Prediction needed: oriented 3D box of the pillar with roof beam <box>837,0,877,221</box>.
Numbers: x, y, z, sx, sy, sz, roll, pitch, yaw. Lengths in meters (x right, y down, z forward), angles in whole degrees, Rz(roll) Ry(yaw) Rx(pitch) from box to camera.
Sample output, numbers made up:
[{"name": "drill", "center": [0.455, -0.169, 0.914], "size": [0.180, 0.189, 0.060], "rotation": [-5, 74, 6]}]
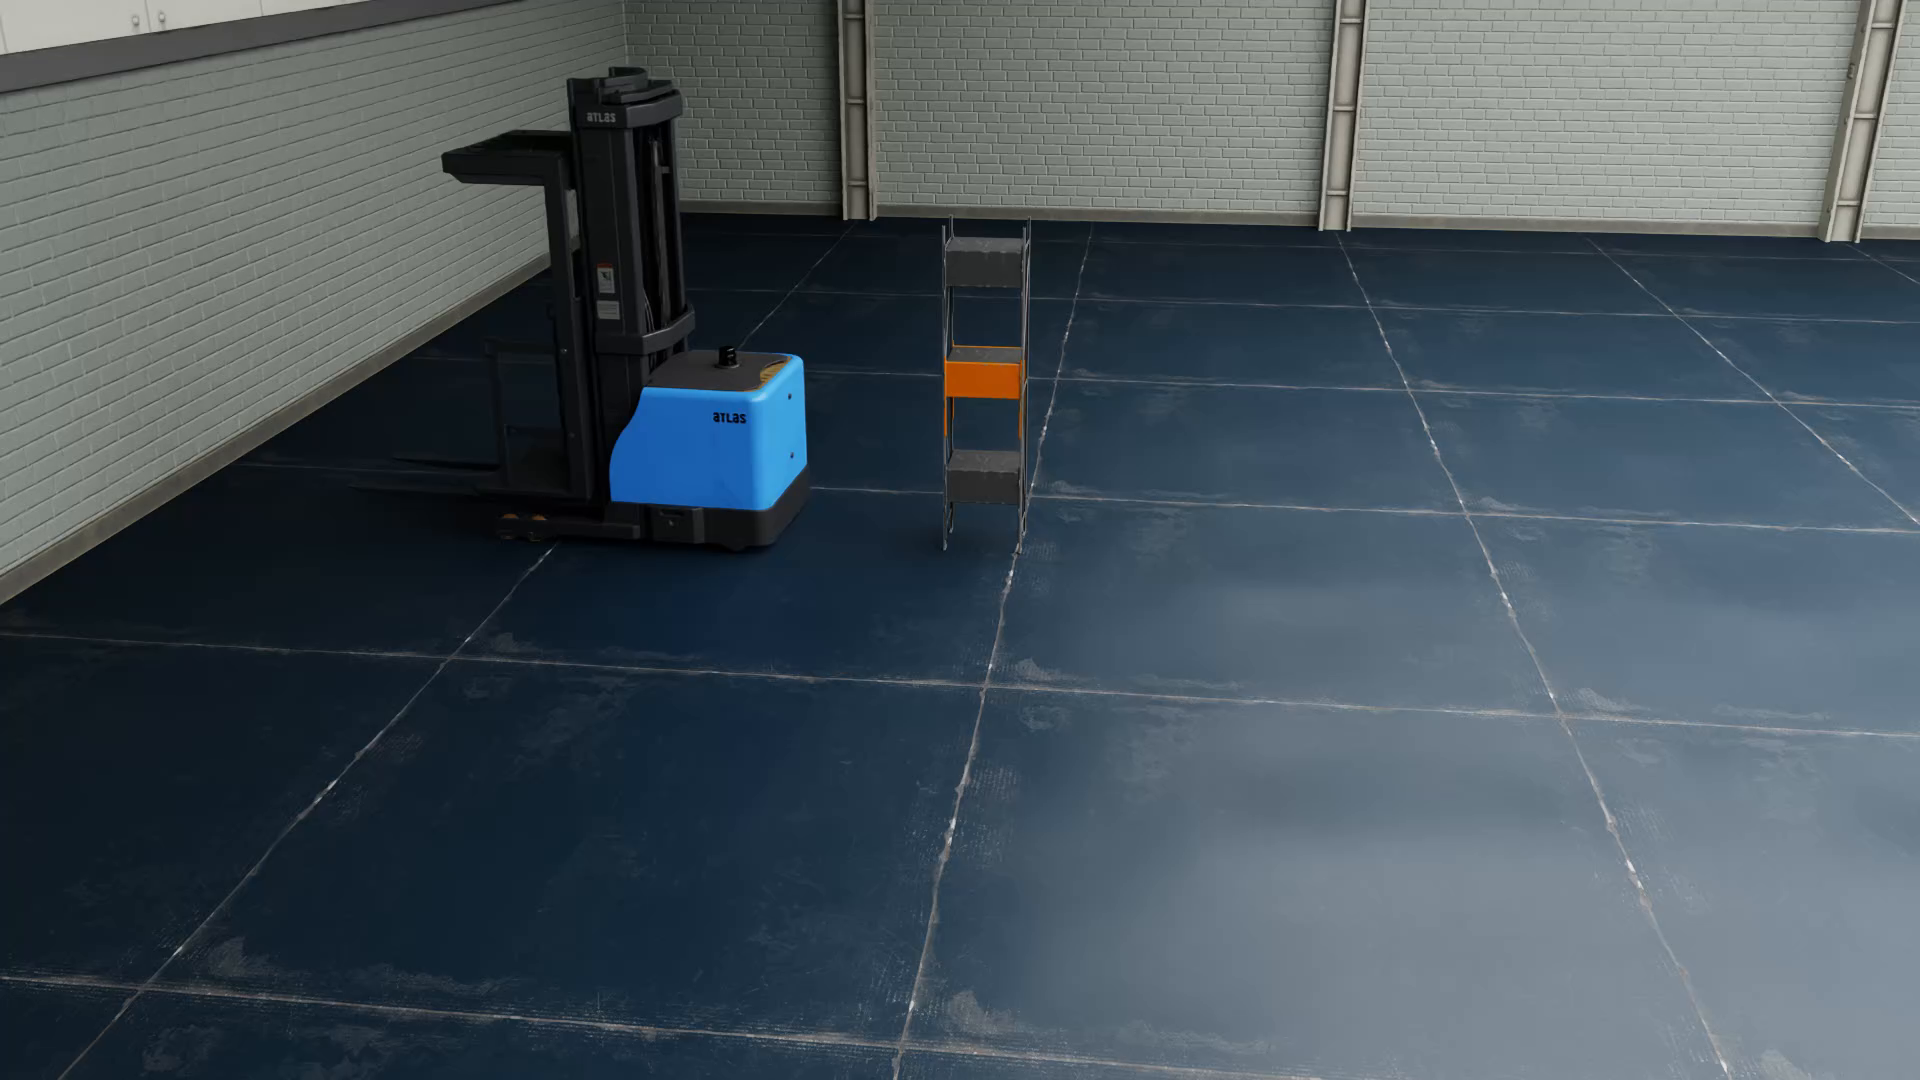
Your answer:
[{"name": "pillar with roof beam", "center": [-1.796, -6.768, 15.818], "size": [0.400, 9.000, 9.100], "rotation": [2, 22, 6]}]

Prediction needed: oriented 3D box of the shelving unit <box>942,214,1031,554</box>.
[{"name": "shelving unit", "center": [0.164, -0.969, 10.536], "size": [0.503, 2.100, 0.431], "rotation": [2, 22, 6]}]

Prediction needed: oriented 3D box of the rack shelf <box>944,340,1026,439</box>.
[{"name": "rack shelf", "center": [0.164, -0.957, 10.541], "size": [0.480, 0.518, 0.431], "rotation": [2, 22, 6]}]

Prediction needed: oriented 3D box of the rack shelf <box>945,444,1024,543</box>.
[{"name": "rack shelf", "center": [0.164, -0.306, 10.798], "size": [0.480, 0.518, 0.431], "rotation": [2, 22, 6]}]

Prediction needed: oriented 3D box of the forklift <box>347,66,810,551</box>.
[{"name": "forklift", "center": [-2.603, -1.539, 10.846], "size": [3.031, 2.935, 1.130], "rotation": [4, 22, 10]}]

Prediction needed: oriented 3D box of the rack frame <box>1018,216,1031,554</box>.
[{"name": "rack frame", "center": [0.407, -0.959, 10.509], "size": [0.015, 2.100, 0.400], "rotation": [2, 22, 6]}]

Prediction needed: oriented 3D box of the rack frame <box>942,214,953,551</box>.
[{"name": "rack frame", "center": [-0.078, -0.980, 10.562], "size": [0.015, 2.100, 0.400], "rotation": [2, 22, 6]}]

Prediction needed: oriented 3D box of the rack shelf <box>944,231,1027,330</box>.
[{"name": "rack shelf", "center": [0.164, -1.608, 10.283], "size": [0.480, 0.518, 0.431], "rotation": [2, 22, 6]}]

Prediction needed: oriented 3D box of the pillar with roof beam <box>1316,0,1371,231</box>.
[{"name": "pillar with roof beam", "center": [4.163, -6.508, 15.162], "size": [0.400, 9.000, 9.100], "rotation": [2, 22, 6]}]

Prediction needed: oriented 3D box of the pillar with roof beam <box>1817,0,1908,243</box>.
[{"name": "pillar with roof beam", "center": [10.121, -6.248, 14.505], "size": [0.400, 9.000, 9.100], "rotation": [2, 22, 6]}]
